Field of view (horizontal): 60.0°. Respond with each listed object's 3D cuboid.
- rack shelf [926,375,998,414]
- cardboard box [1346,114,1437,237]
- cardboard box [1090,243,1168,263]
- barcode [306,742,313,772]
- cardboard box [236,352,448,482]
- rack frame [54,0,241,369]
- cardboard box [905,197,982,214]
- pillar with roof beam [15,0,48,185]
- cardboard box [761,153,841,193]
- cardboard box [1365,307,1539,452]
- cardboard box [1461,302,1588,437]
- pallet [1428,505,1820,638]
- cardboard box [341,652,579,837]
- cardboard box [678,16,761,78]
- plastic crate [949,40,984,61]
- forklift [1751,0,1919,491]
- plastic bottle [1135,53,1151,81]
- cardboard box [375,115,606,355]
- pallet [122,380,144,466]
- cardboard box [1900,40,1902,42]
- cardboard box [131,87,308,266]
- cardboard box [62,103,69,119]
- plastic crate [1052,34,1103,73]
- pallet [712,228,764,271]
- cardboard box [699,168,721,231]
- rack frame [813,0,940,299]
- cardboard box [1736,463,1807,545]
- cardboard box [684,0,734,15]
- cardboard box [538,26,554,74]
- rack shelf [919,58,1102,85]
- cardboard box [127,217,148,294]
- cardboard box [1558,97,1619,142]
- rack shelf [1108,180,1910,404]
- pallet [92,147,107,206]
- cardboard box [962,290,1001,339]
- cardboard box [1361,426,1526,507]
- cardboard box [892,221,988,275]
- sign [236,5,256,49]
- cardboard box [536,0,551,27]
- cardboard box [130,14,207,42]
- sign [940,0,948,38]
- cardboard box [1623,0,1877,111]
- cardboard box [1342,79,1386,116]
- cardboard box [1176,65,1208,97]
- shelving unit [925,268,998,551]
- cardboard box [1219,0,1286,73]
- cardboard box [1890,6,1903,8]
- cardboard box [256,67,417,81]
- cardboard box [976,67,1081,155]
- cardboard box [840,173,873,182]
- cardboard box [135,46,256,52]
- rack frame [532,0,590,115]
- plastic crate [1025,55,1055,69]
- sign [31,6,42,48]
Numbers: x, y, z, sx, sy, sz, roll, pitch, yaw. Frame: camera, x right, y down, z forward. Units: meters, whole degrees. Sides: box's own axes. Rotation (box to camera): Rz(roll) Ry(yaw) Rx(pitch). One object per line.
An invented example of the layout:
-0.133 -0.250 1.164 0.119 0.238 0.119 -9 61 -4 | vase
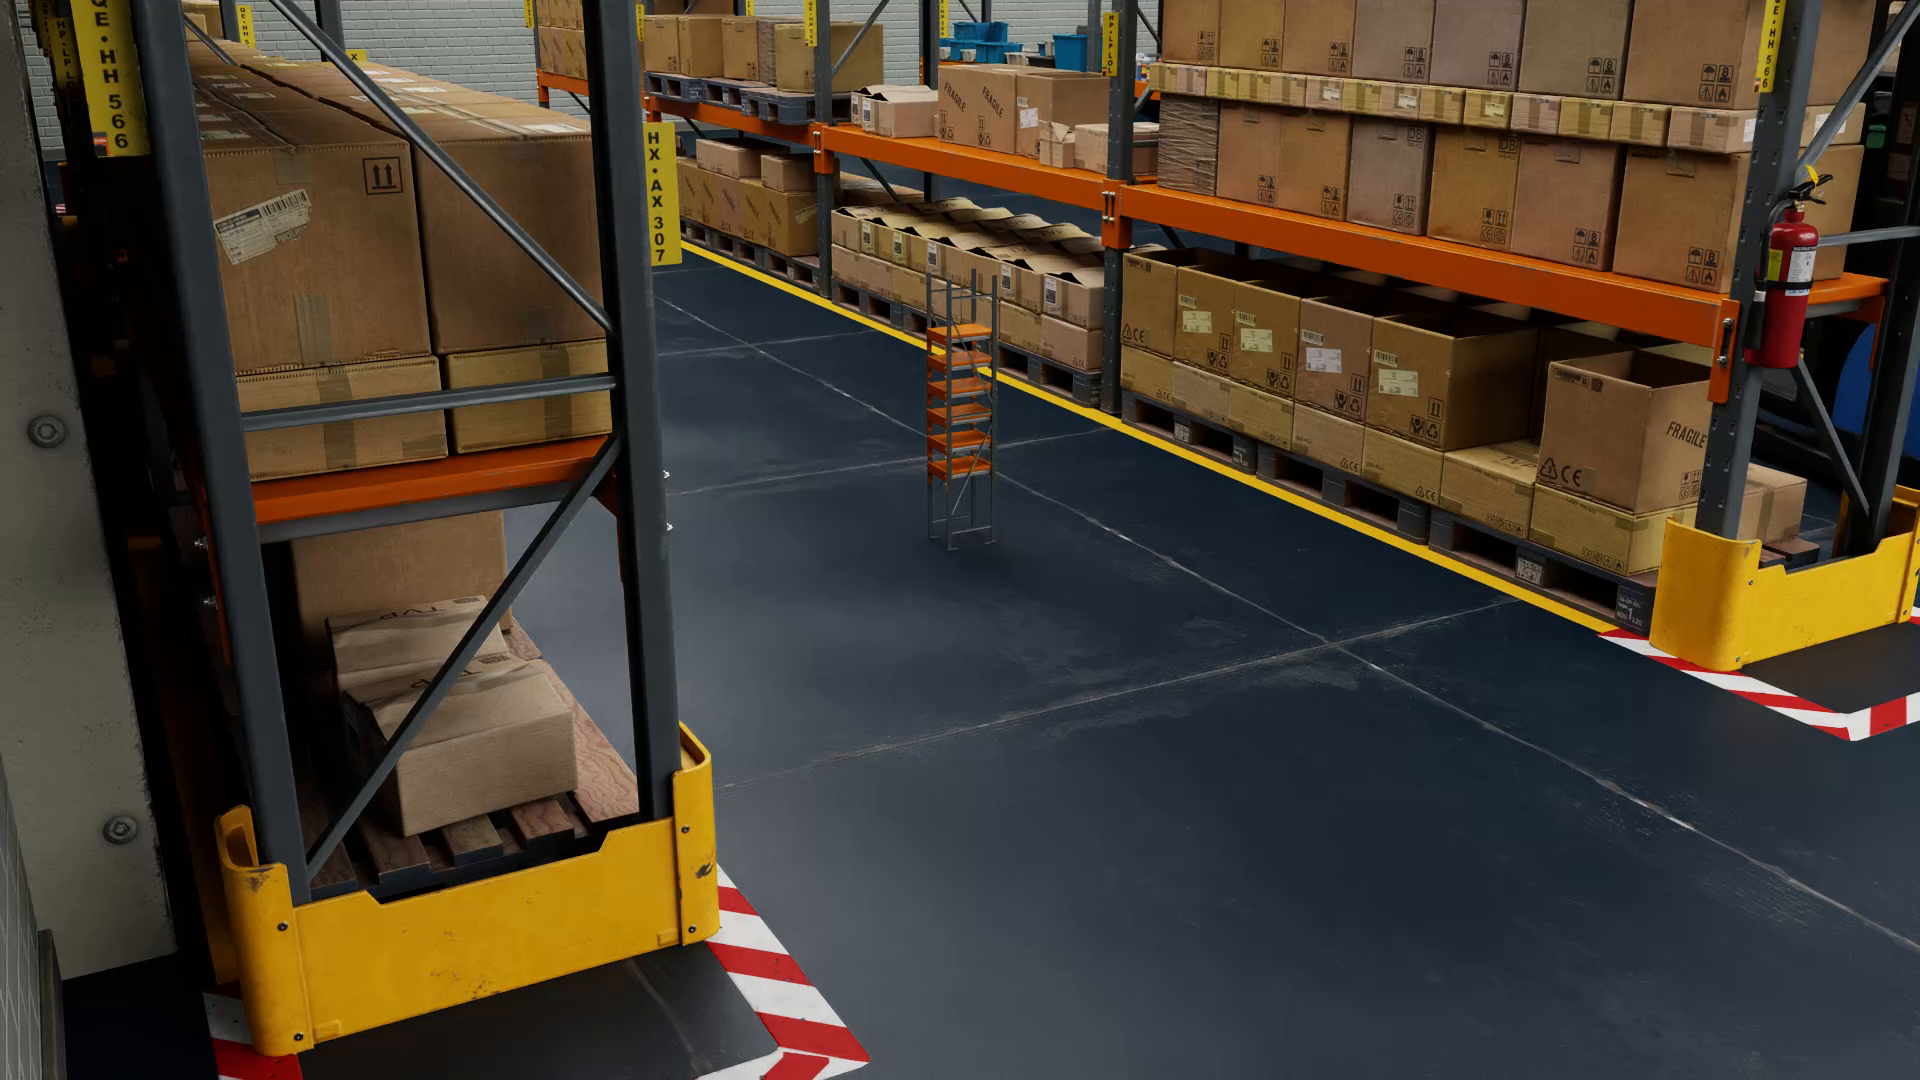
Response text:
0.007 -0.634 7.231 0.258 0.103 0.180 -10 21 -27 | rack shelf
2.230 -1.703 7.648 0.700 0.500 0.500 -9 21 -25 | cardboard box
1.068 -1.690 10.474 0.500 0.311 0.500 -10 22 -27 | cardboard box
-1.790 0.595 4.574 0.001 0.075 0.075 -10 21 -27 | barcode
-1.572 -0.351 4.080 0.500 0.250 0.500 -10 21 -26 | cardboard box
-4.979 -2.604 10.412 1.000 3.000 0.127 -10 21 -27 | rack frame
-0.155 -2.424 12.602 0.500 0.311 0.500 -9 21 -25 | cardboard box
-7.032 -9.045 19.880 9.100 9.000 0.400 -10 21 -27 | pillar with roof beam
-1.302 -3.001 13.570 0.500 0.250 0.500 -9 21 -25 | cardboard box
2.174 -0.722 7.379 0.500 0.500 0.500 -10 21 -27 | cardboard box
2.631 -0.803 7.613 0.500 0.500 0.500 -10 21 -27 | cardboard box
2.778 0.029 7.056 1.003 0.211 1.213 -10 21 -27 | pallet
-1.429 0.543 4.740 0.500 0.311 0.500 -13 23 -33 | cardboard box
-2.110 -4.409 14.844 0.700 0.500 0.500 -6 20 -18 | cardboard box
0.081 -6.074 20.632 0.416 0.233 0.300 -10 21 -27 | plastic crate
4.718 -1.837 8.292 1.130 2.935 3.031 -3 19 -8 | forklift
1.899 -4.932 17.347 0.152 0.276 0.135 -10 21 -27 | plastic bottle
-1.142 -0.785 4.188 0.500 0.500 0.500 -10 21 -27 | cardboard box
-4.034 -0.712 9.203 1.003 0.211 1.213 -10 21 -27 | pallet
9.129 -4.604 15.770 0.396 0.266 0.258 -11 22 -28 | cardboard box
-2.310 -1.142 5.223 0.500 0.500 0.500 -10 21 -26 | cardboard box
-6.866 -3.422 13.136 0.380 0.149 0.250 -11 22 -28 | cardboard box
1.319 -5.389 18.415 0.392 0.384 0.575 -10 21 -27 | plastic crate
-1.518 -2.625 14.746 1.003 0.211 1.213 -10 21 -27 | pallet
-2.011 -3.075 14.933 0.500 0.500 0.500 -10 21 -26 | cardboard box
-0.621 -3.373 12.639 1.000 3.000 0.127 -10 21 -27 | rack frame
3.119 -0.163 6.910 0.500 0.250 0.500 -10 21 -27 | cardboard box
-2.497 -5.220 16.306 0.500 0.500 0.500 -9 21 -25 | cardboard box
-4.441 -5.548 18.791 0.500 0.500 0.500 -9 21 -26 | cardboard box
0.891 -5.521 19.968 1.077 0.370 4.000 -10 21 -27 | rack shelf
-2.791 -1.083 6.202 0.500 0.250 0.500 -11 22 -28 | cardboard box
2.582 -1.659 6.524 0.380 0.149 0.250 -10 22 -27 | cardboard box
2.228 -1.310 7.765 1.077 0.370 4.000 -10 21 -27 | rack shelf
-4.003 -1.952 8.815 1.003 0.211 1.213 -10 21 -27 | pallet
0.345 -1.490 10.753 0.500 0.250 0.500 -9 21 -25 | cardboard box
2.176 -0.368 7.503 0.500 0.250 0.500 -10 21 -27 | cardboard box
-0.134 -2.045 11.502 0.500 0.311 0.500 -11 22 -28 | cardboard box
-4.506 -3.201 10.488 0.100 0.325 0.005 -10 21 -27 | sign
-4.441 -6.021 18.628 0.500 0.500 0.500 -9 21 -25 | cardboard box
-4.623 -2.982 9.684 0.380 0.149 0.250 -14 24 -36 | cardboard box
-0.134 -4.007 12.702 0.100 0.325 0.005 -10 21 -27 | sign
2.942 -1.888 6.194 0.700 0.500 0.500 -10 21 -26 | cardboard box
1.974 -2.027 7.592 0.380 0.149 0.250 -10 21 -27 | cardboard box
1.355 -2.399 8.670 0.380 0.149 0.250 -10 21 -26 | cardboard box
0.007 -0.563 7.255 0.258 1.200 0.189 -10 21 -27 | shelving unit
1.736 -2.614 8.297 0.700 0.500 0.500 -10 21 -27 | cardboard box
11.722 -6.618 20.874 0.380 0.149 0.250 -10 22 -27 | cardboard box
-2.341 -1.519 6.316 0.500 0.500 0.500 -10 21 -27 | cardboard box
0.440 -2.790 10.796 0.500 0.500 0.500 -10 21 -27 | cardboard box
-1.073 -2.868 14.335 0.500 0.500 0.500 -10 22 -27 | cardboard box
-4.136 -2.372 8.911 0.700 0.500 0.500 -10 21 -27 | cardboard box
-4.420 -5.669 19.294 1.000 3.000 0.127 -10 21 -27 | rack frame
1.073 -5.465 19.033 0.437 0.125 0.590 -10 21 -27 | plastic crate
-7.366 -4.113 13.335 0.100 0.325 0.005 -10 21 -27 | sign
